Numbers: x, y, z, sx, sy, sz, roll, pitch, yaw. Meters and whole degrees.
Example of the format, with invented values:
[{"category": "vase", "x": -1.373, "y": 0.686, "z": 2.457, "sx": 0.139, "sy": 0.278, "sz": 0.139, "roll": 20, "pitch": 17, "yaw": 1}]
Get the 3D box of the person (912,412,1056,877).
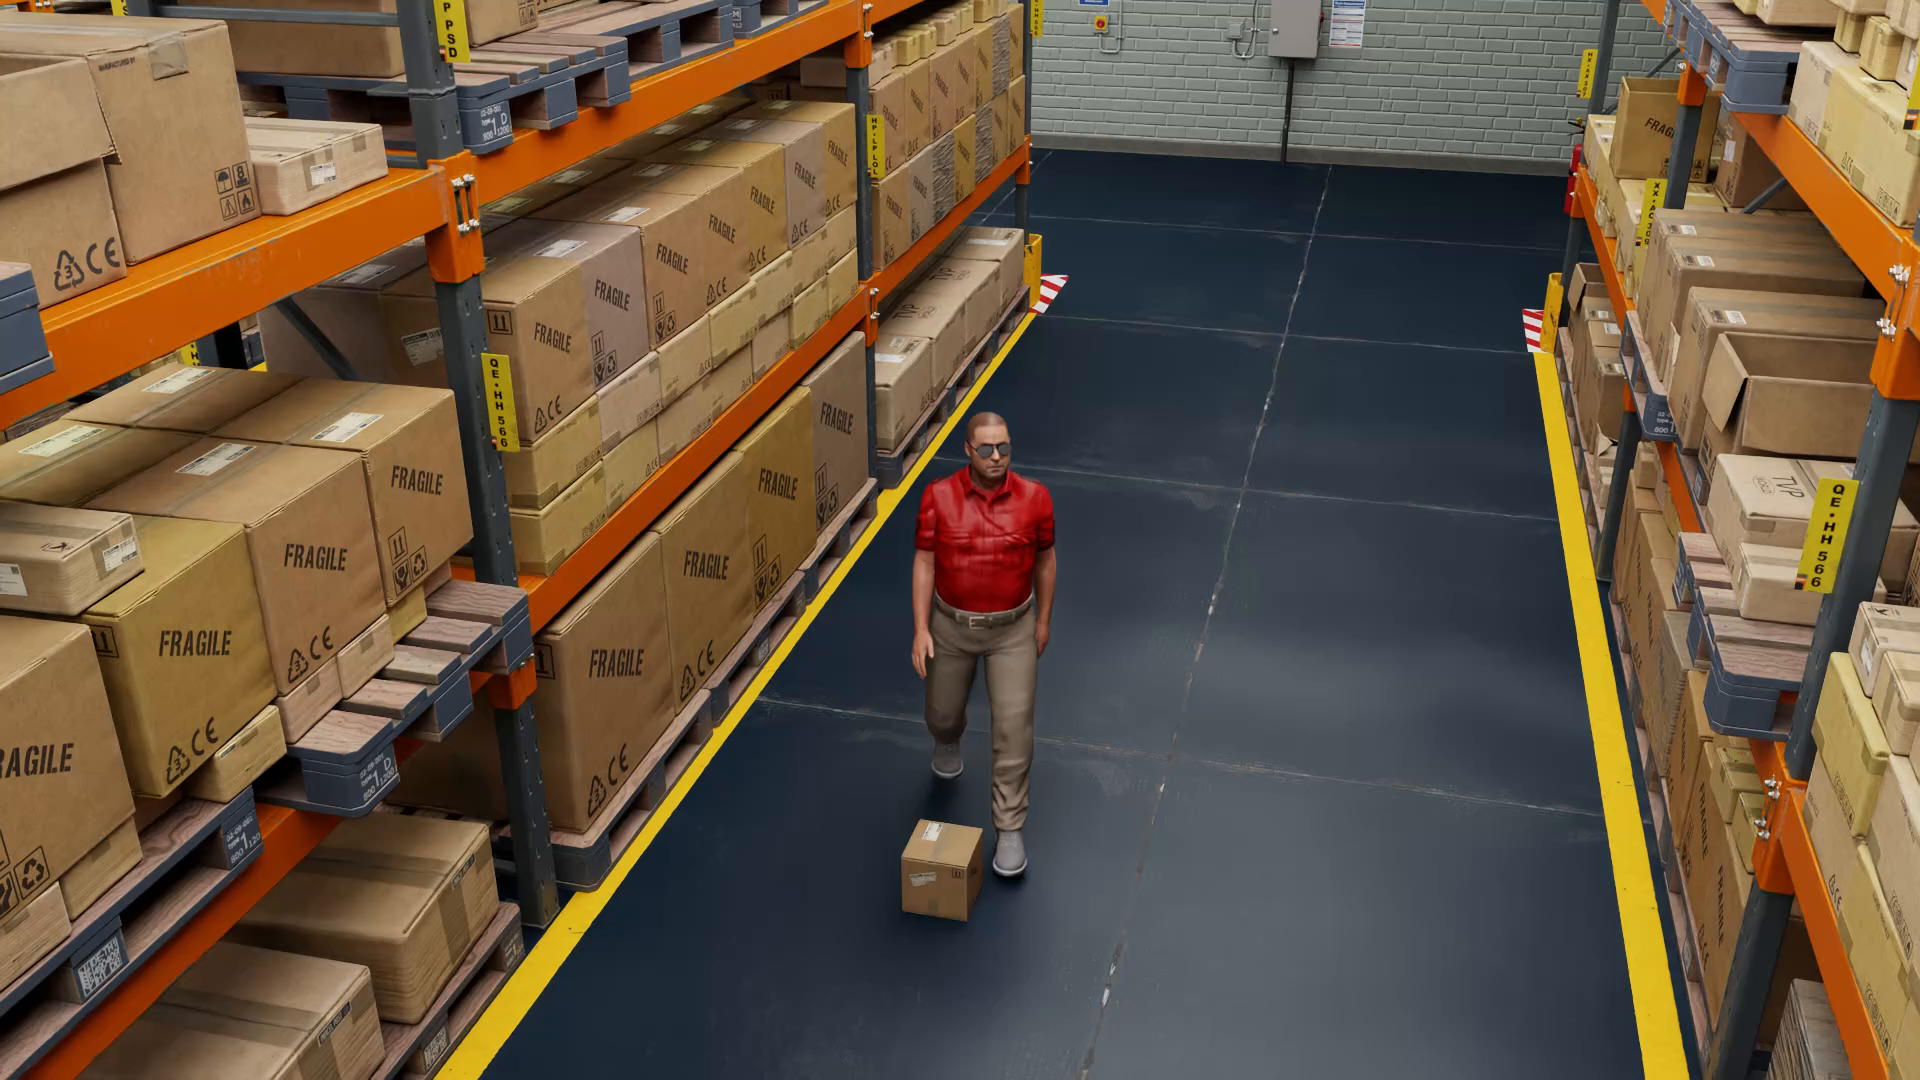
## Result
[{"category": "person", "x": 0.092, "y": 0.347, "z": 6.384, "sx": 0.549, "sy": 1.689, "sz": 0.894, "roll": 1, "pitch": 25, "yaw": 2}]
